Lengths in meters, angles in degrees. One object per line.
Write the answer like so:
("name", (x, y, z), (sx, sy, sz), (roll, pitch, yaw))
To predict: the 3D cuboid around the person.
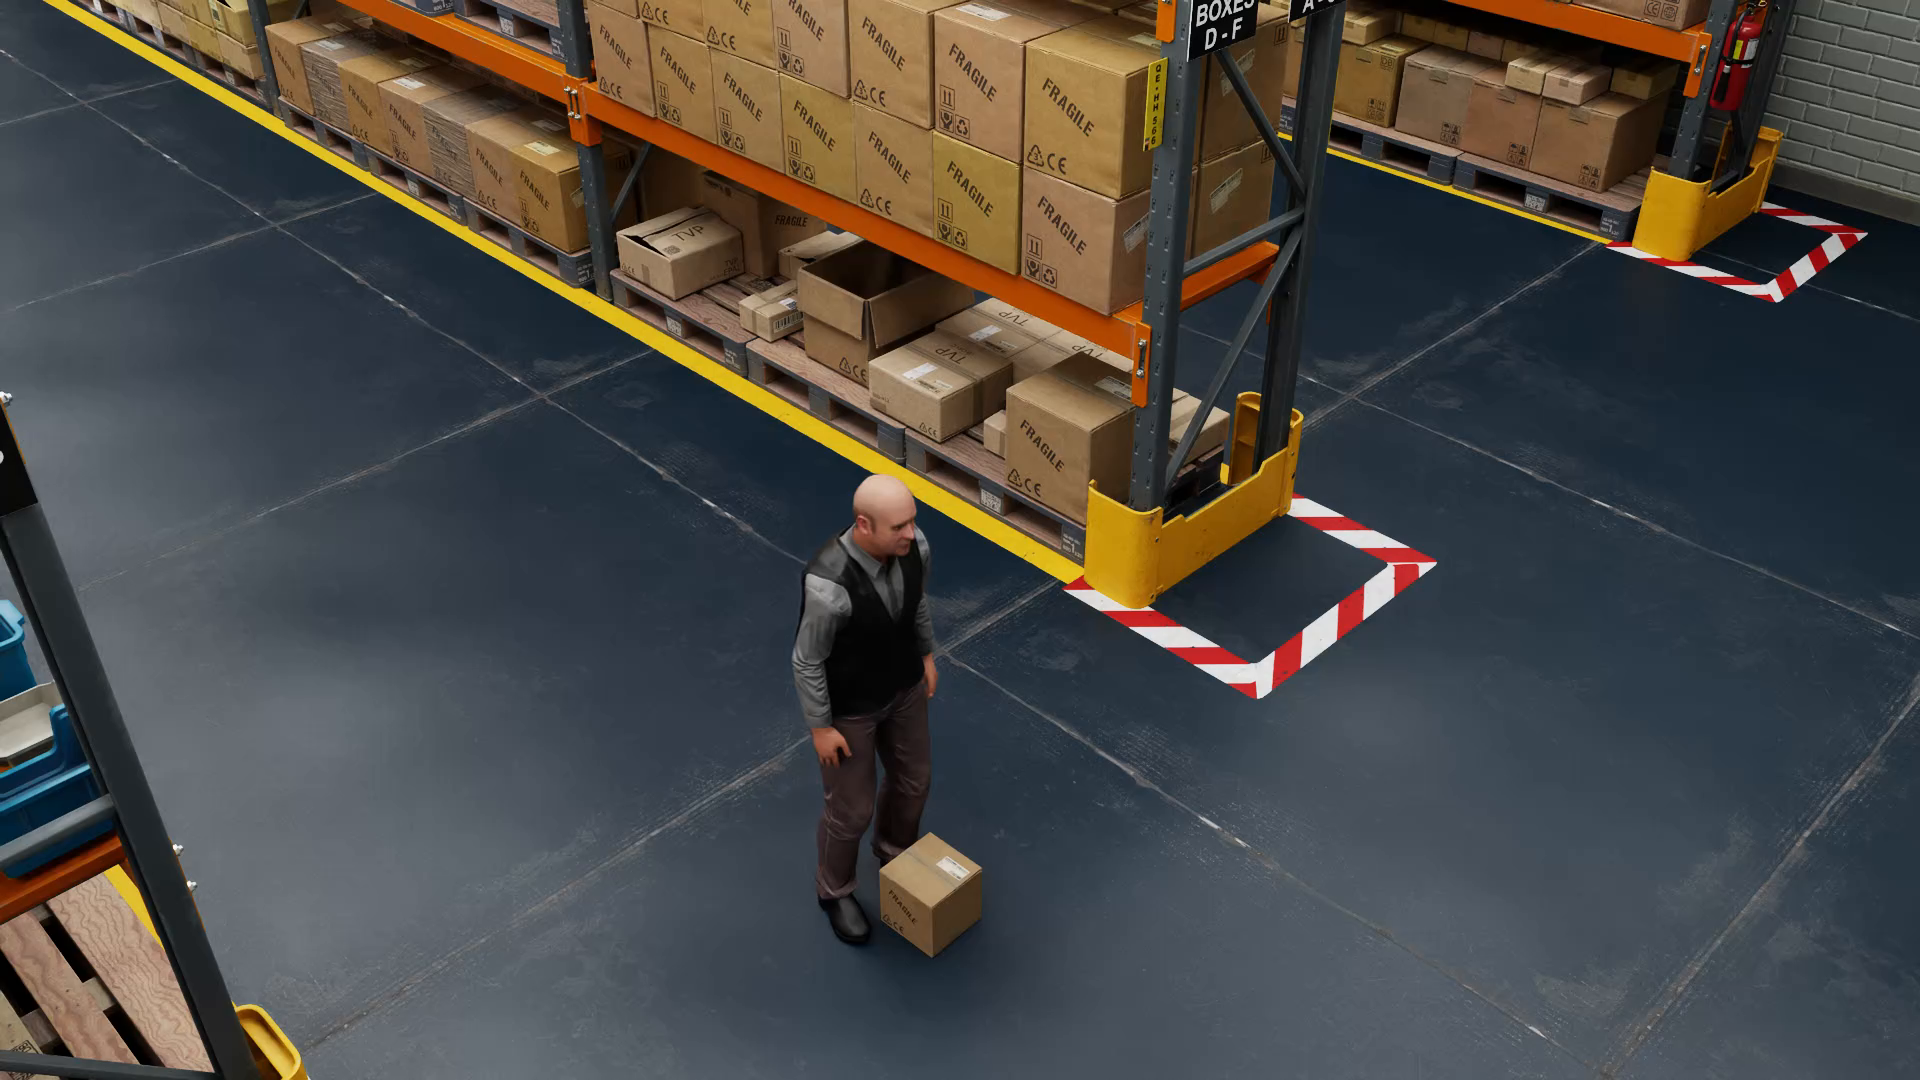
("person", (-0.283, 0.514, 5.440), (0.475, 1.720, 0.587), (27, 43, 33))
